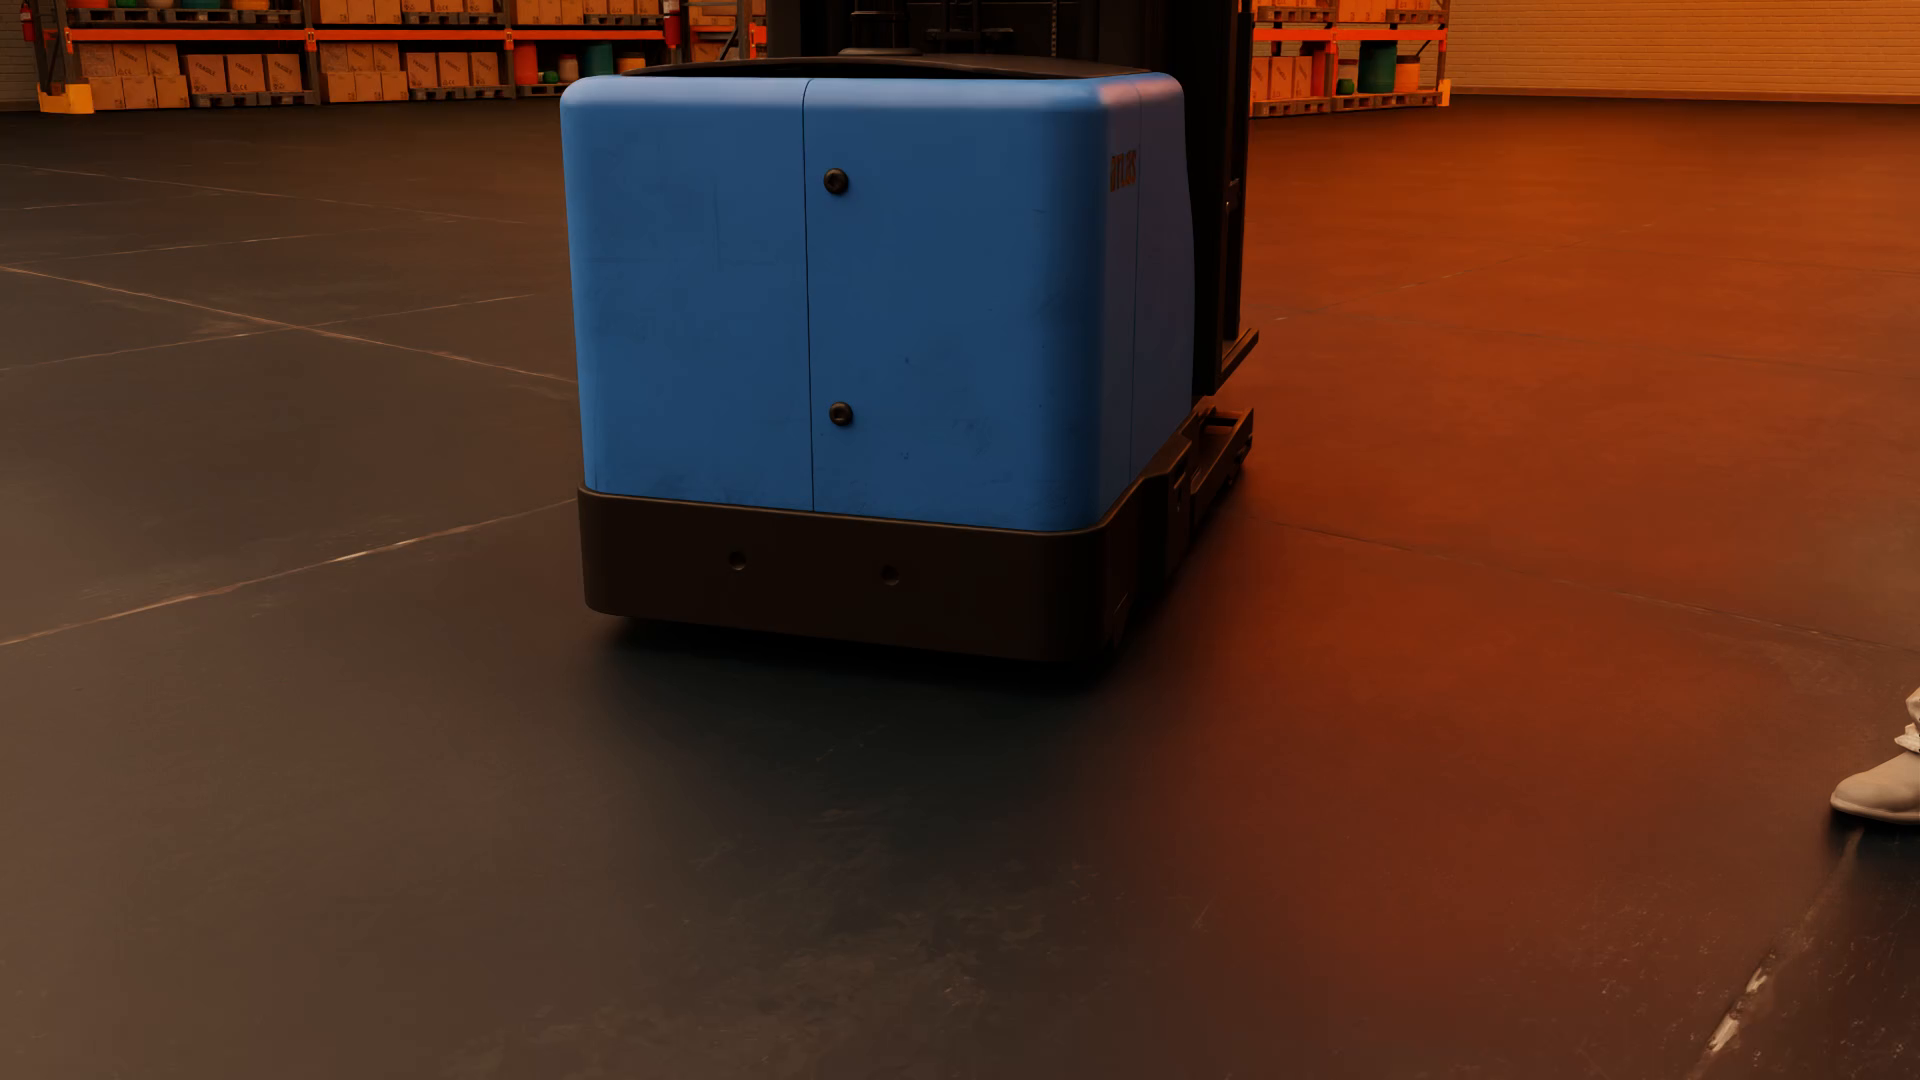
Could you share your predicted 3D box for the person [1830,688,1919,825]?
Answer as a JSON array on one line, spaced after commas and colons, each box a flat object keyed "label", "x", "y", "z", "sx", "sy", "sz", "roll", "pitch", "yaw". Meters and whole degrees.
[{"label": "person", "x": 1.604, "y": -0.404, "z": 2.198, "sx": 0.379, "sy": 1.789, "sz": 0.540, "roll": -12, "pitch": 21, "yaw": -35}]

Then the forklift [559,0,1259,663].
[{"label": "forklift", "x": 0.182, "y": -1.571, "z": 4.072, "sx": 1.130, "sy": 2.935, "sz": 3.031, "roll": 5, "pitch": 18, "yaw": 17}]
